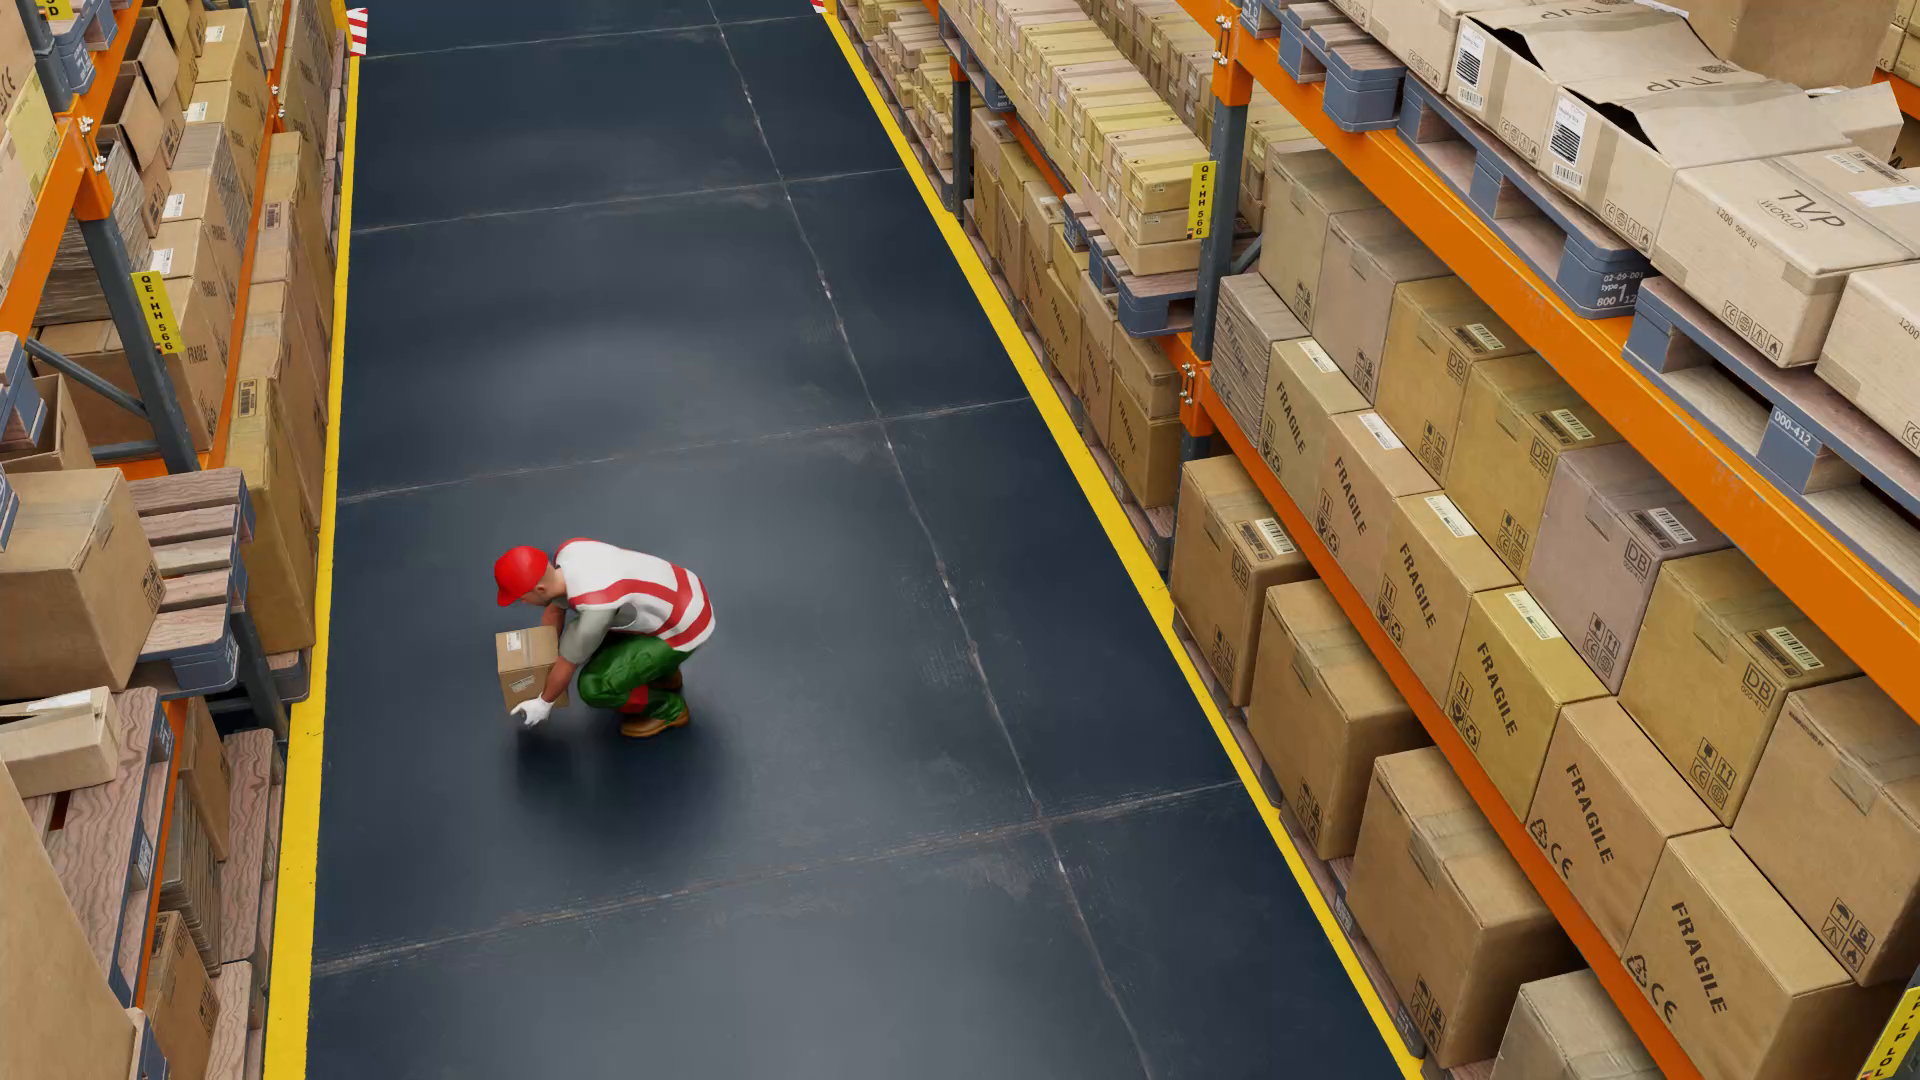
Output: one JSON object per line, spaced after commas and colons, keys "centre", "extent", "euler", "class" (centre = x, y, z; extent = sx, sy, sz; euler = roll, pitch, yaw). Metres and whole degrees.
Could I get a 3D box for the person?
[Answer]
{"centre": [-1.462, 0.360, 6.882], "extent": [0.887, 1.000, 0.547], "euler": [-10, 39, -13], "class": "person"}
